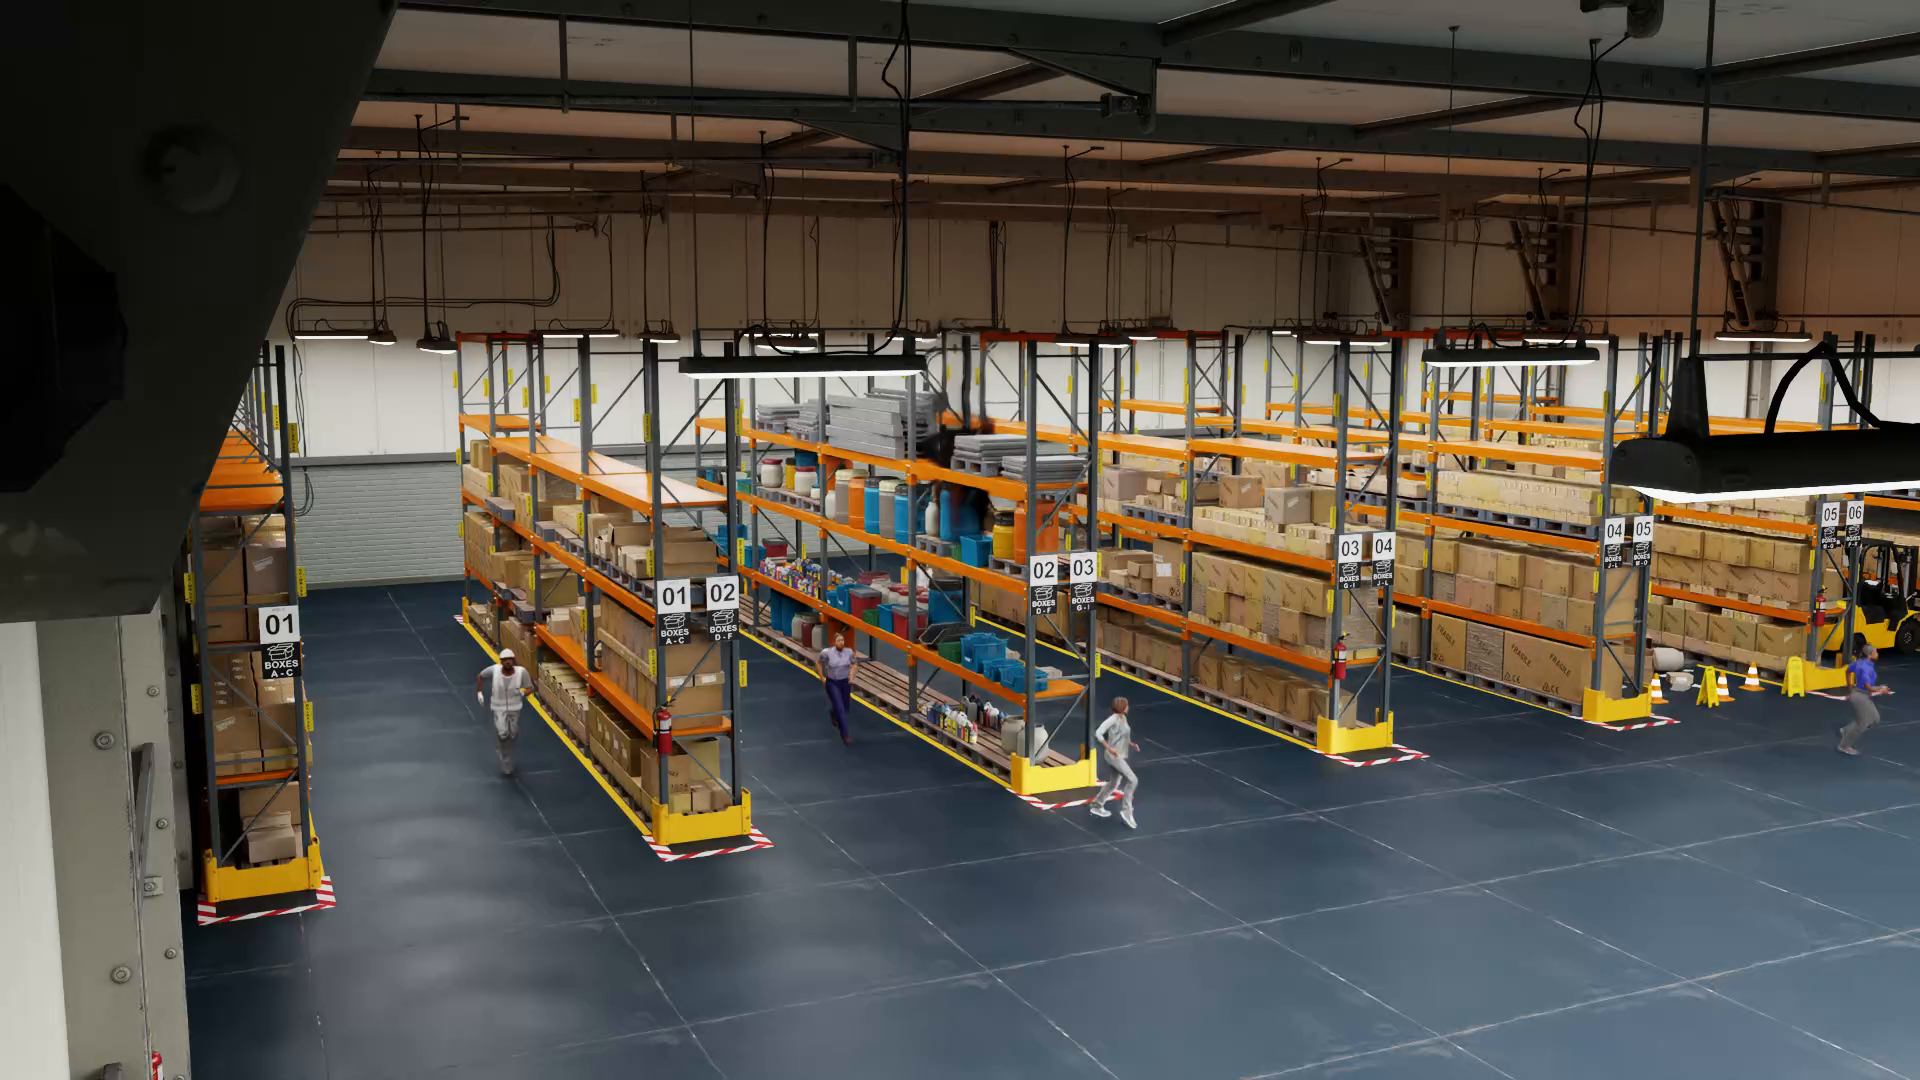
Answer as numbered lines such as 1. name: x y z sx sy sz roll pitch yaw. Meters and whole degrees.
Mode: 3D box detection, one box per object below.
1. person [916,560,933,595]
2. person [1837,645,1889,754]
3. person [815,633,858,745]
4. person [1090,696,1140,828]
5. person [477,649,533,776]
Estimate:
1. person: -0.766 1.093 32.500 0.628 1.778 1.127 -4 9 -30
2. person: 13.080 2.304 24.049 0.610 1.624 0.556 3 8 24
3. person: -1.834 2.188 24.938 0.630 1.644 0.895 -3 8 -23
4. person: 1.943 2.754 20.817 0.657 1.618 0.540 3 8 20
5. person: -6.275 2.362 22.995 0.717 1.769 0.828 -3 8 -20
